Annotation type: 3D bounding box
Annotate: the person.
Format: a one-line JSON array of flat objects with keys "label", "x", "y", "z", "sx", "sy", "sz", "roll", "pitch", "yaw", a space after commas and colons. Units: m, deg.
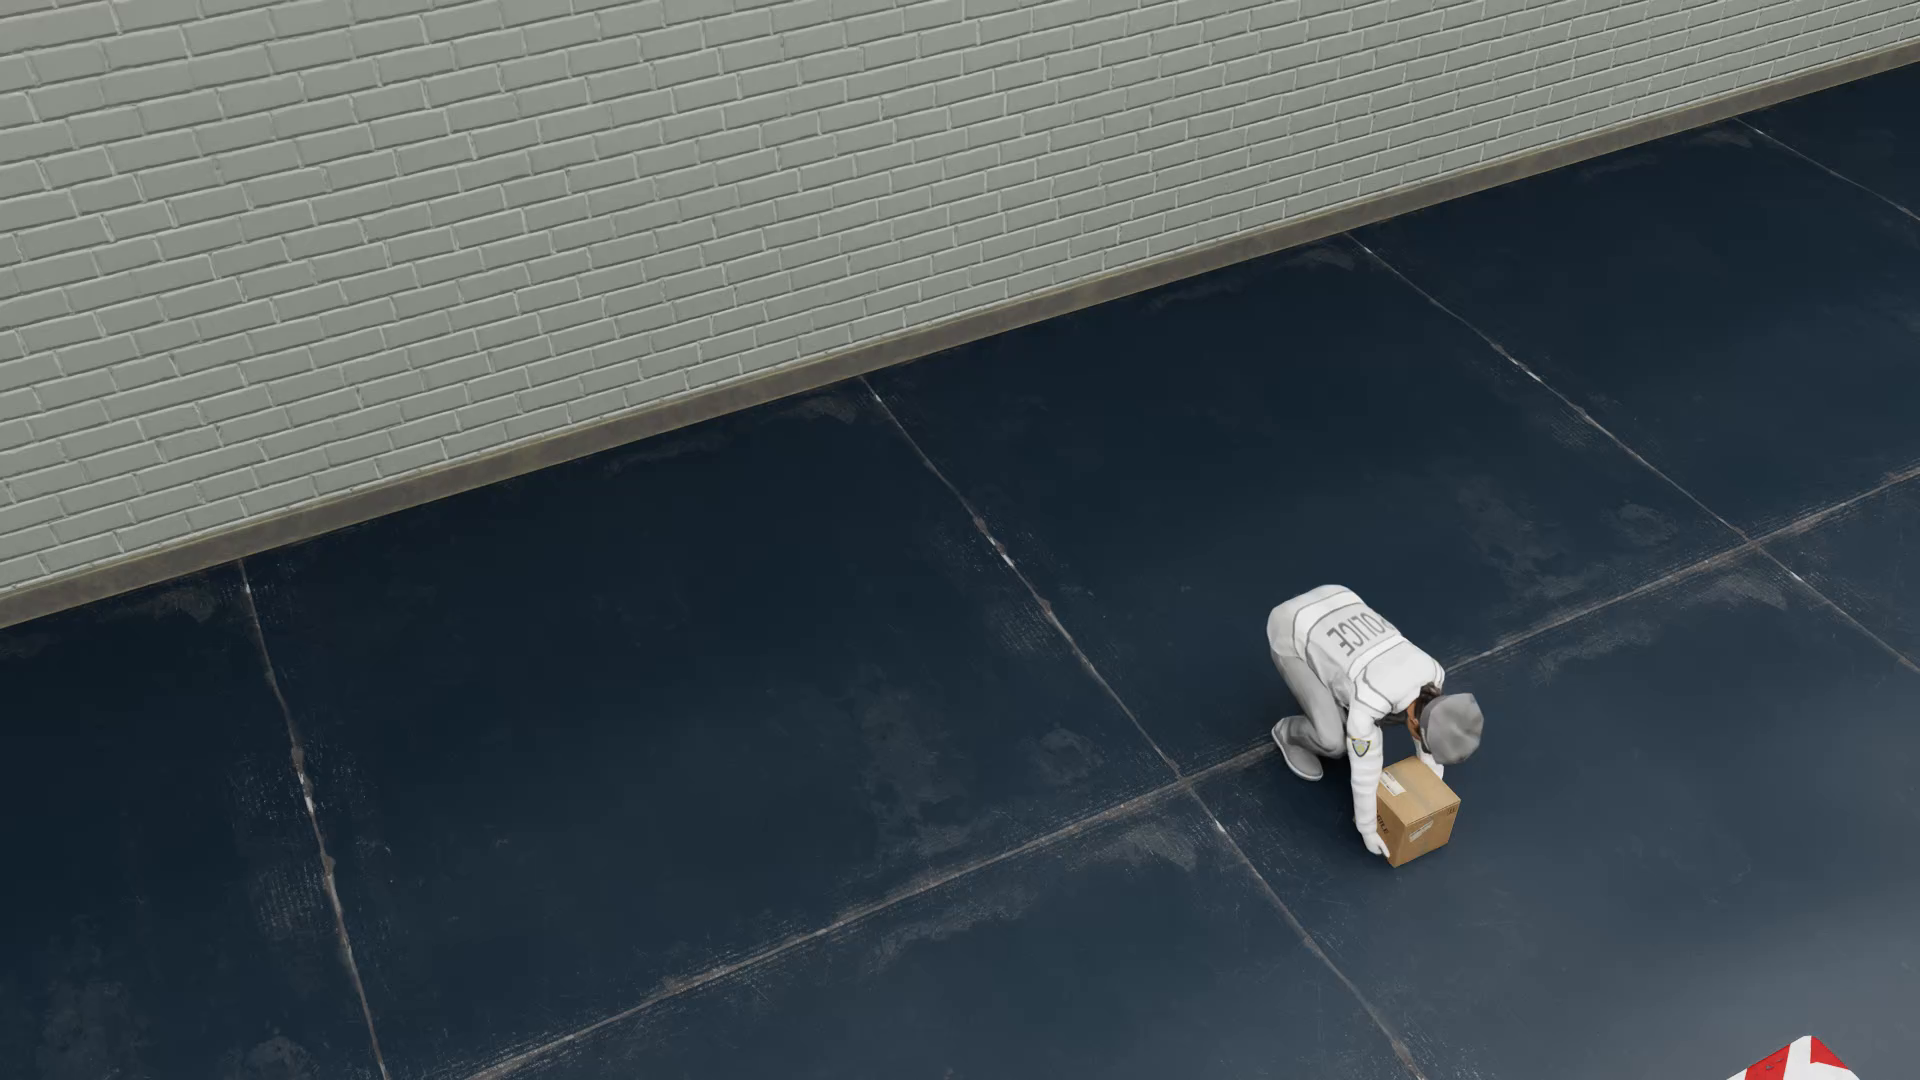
[{"label": "person", "x": 1.495, "y": 0.635, "z": 6.148, "sx": 0.445, "sy": 0.759, "sz": 0.914, "roll": -20, "pitch": 45, "yaw": -21}]
